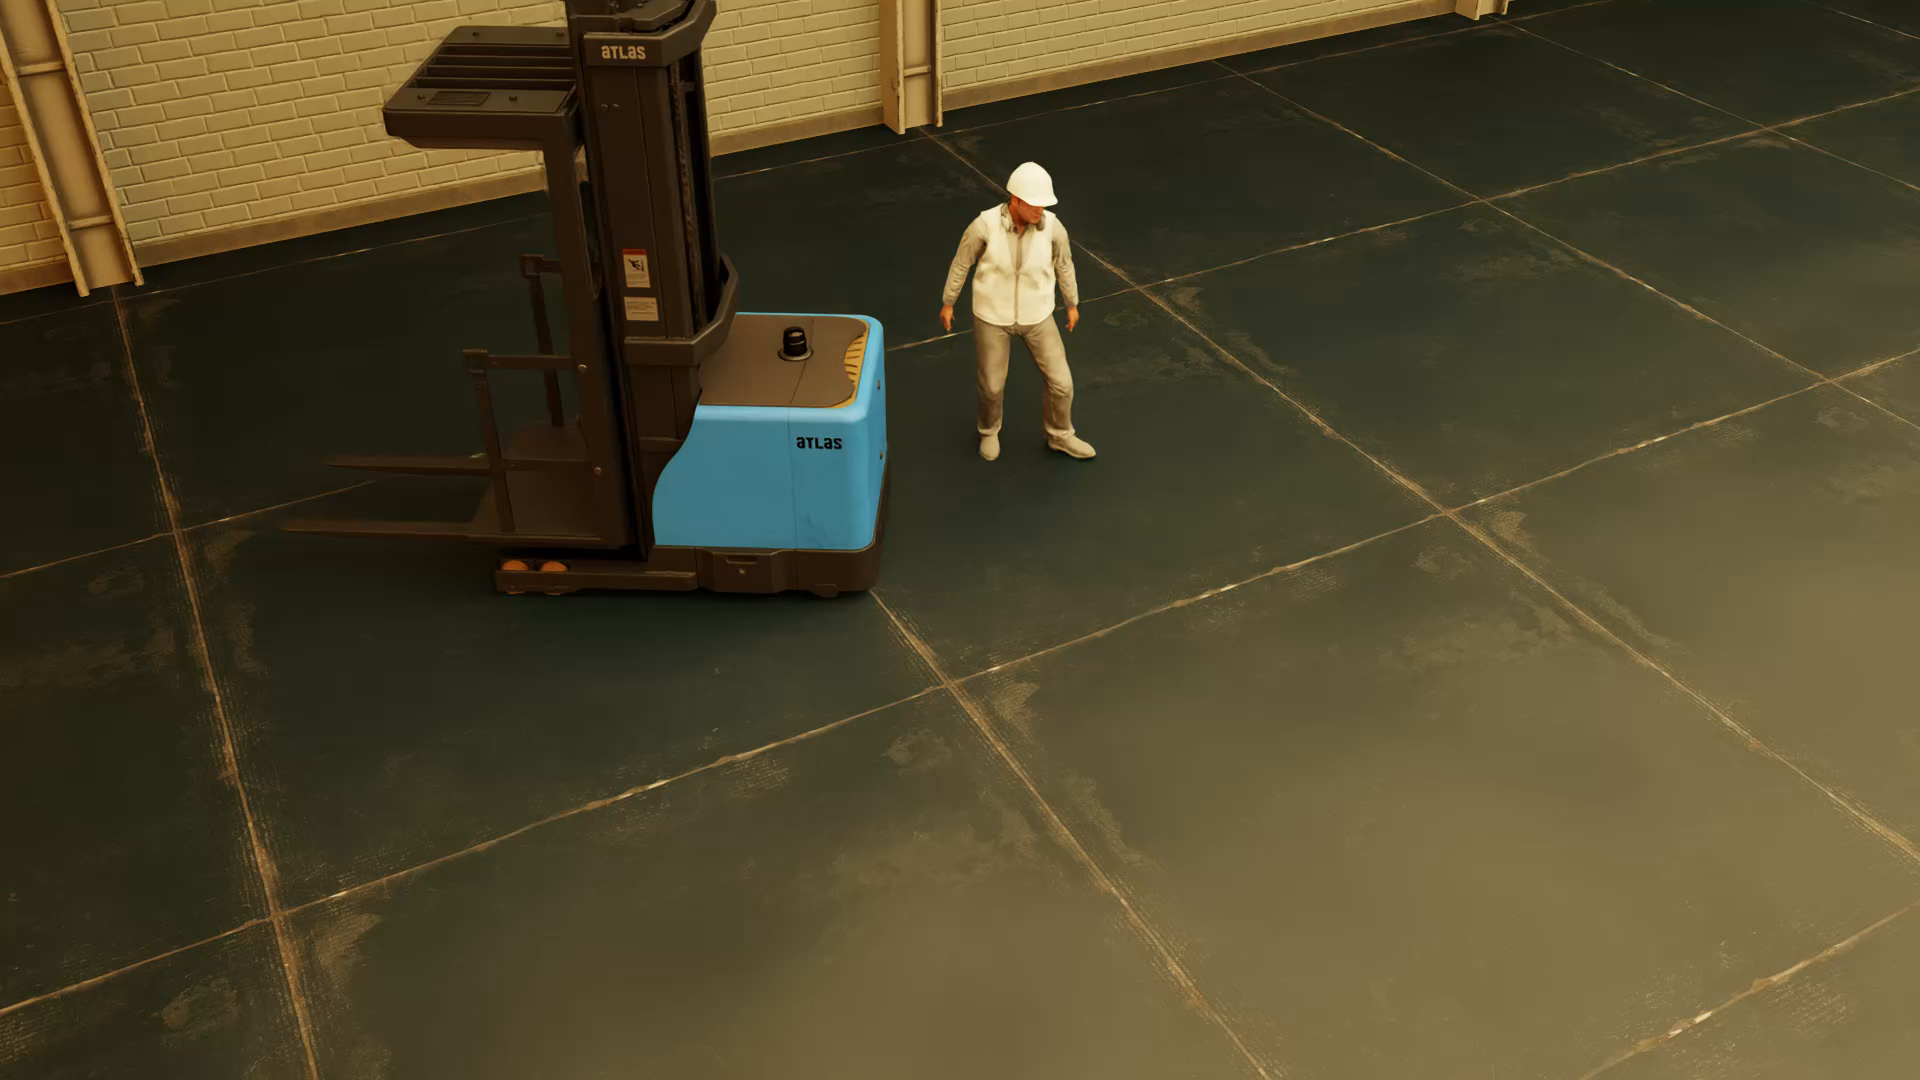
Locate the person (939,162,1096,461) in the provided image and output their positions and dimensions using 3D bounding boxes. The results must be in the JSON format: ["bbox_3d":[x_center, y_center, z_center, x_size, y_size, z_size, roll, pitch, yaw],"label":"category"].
[{"bbox_3d":[0.323,-1.202,8.871,0.856,1.745,0.464,-3,35,-4],"label":"person"}]

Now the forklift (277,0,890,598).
[{"bbox_3d":[-1.908,-1.225,7.856,3.031,2.935,1.130,2,35,2],"label":"forklift"}]
